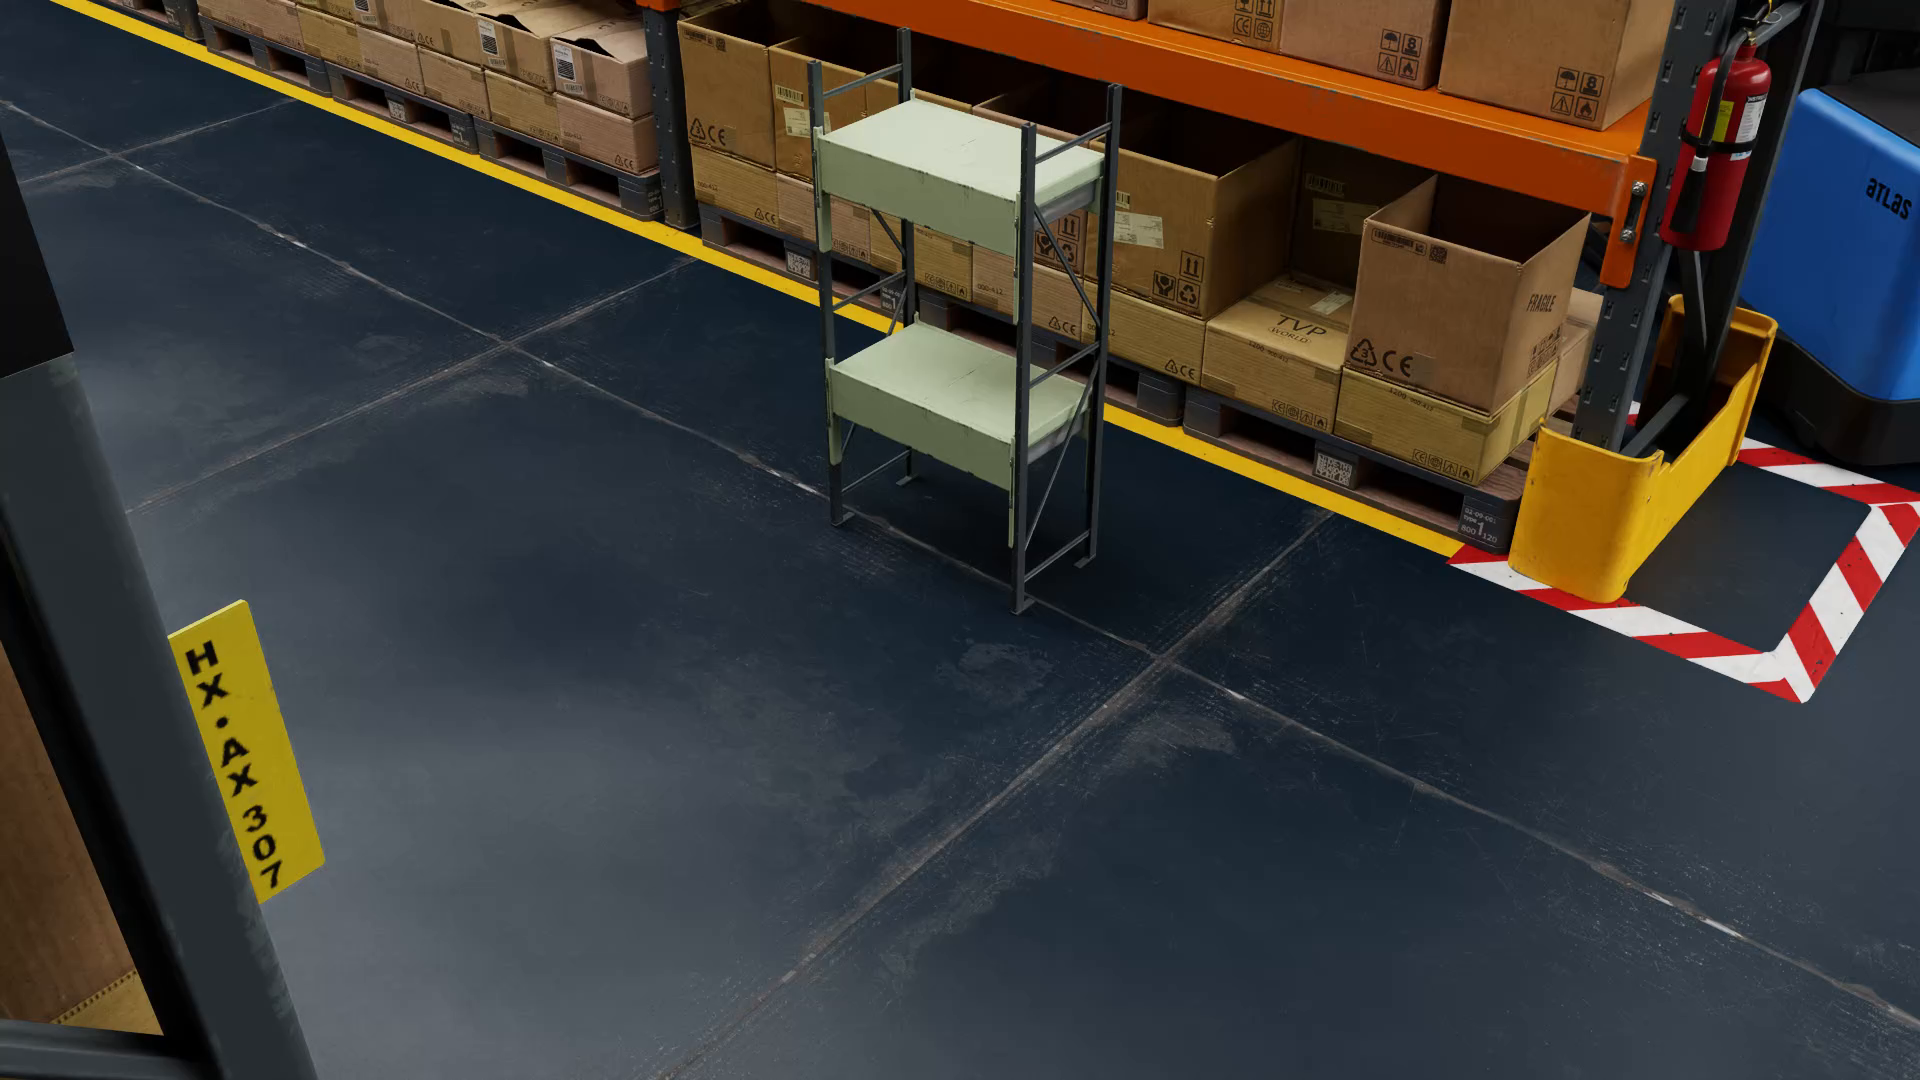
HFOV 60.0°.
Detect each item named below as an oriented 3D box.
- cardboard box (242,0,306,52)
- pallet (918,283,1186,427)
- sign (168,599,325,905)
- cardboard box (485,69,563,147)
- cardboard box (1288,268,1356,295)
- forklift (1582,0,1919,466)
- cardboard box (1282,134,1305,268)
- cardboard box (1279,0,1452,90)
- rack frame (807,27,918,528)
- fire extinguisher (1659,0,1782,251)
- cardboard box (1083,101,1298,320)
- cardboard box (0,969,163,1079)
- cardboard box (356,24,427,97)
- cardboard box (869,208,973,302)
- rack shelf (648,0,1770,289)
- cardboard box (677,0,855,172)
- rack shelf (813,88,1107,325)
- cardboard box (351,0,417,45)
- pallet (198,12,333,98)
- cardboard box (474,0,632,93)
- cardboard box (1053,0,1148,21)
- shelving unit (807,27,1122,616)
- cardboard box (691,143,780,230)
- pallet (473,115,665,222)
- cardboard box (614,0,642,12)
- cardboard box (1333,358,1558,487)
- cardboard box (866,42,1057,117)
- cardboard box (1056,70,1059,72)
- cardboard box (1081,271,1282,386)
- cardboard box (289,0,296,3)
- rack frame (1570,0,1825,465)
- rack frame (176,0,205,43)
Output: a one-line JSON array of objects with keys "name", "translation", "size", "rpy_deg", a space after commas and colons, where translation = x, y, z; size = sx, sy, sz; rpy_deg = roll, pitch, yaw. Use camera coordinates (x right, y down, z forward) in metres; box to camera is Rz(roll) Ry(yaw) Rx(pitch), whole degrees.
[{"name": "cardboard box", "translation": [-3.392, -2.794, 8.726], "size": [0.500, 0.250, 0.500], "rpy_deg": [24, 41, 31]}, {"name": "pallet", "translation": [0.607, -0.907, 6.384], "size": [1.213, 0.211, 1.003], "rpy_deg": [25, 42, 32]}, {"name": "sign", "translation": [-0.665, 0.208, 1.533], "size": [0.005, 0.325, 0.100], "rpy_deg": [25, 42, 32]}, {"name": "cardboard box", "translation": [-1.811, -2.052, 7.647], "size": [0.500, 0.250, 0.500], "rpy_deg": [25, 41, 31]}, {"name": "cardboard box", "translation": [1.498, -0.866, 5.919], "size": [0.500, 0.250, 0.500], "rpy_deg": [25, 42, 32]}, {"name": "forklift", "translation": [3.190, -2.277, 5.976], "size": [1.130, 2.935, 3.031], "rpy_deg": [-5, 35, -8]}, {"name": "cardboard box", "translation": [1.107, -1.351, 5.963], "size": [0.500, 0.500, 0.500], "rpy_deg": [25, 42, 32]}, {"name": "cardboard box", "translation": [1.397, -1.760, 5.074], "size": [0.500, 0.500, 0.700], "rpy_deg": [26, 42, 33]}, {"name": "rack frame", "translation": [-0.276, -0.748, 5.015], "size": [0.023, 1.500, 0.400], "rpy_deg": [25, 42, 32]}, {"name": "fire extinguisher", "translation": [1.948, -1.079, 4.240], "size": [0.183, 0.674, 0.296], "rpy_deg": [25, 42, 32]}, {"name": "cardboard box", "translation": [0.774, -1.125, 5.634], "size": [0.500, 0.500, 0.500], "rpy_deg": [25, 42, 32]}, {"name": "cardboard box", "translation": [-1.184, 0.540, 1.929], "size": [0.500, 0.250, 0.500], "rpy_deg": [24, 41, 31]}, {"name": "cardboard box", "translation": [-2.595, -2.422, 8.185], "size": [0.500, 0.250, 0.500], "rpy_deg": [26, 42, 33]}, {"name": "cardboard box", "translation": [0.005, -1.178, 6.373], "size": [0.500, 0.250, 0.500], "rpy_deg": [25, 42, 32]}, {"name": "rack shelf", "translation": [0.618, -1.784, 5.833], "size": [4.000, 0.370, 1.077], "rpy_deg": [25, 42, 32]}, {"name": "cardboard box", "translation": [-0.763, -1.849, 6.688], "size": [0.500, 0.500, 0.500], "rpy_deg": [25, 42, 32]}, {"name": "rack shelf", "translation": [0.005, -0.938, 4.601], "size": [0.720, 0.370, 0.431], "rpy_deg": [25, 42, 32]}, {"name": "cardboard box", "translation": [-2.584, -2.648, 8.019], "size": [0.500, 0.311, 0.500], "rpy_deg": [25, 41, 31]}, {"name": "pallet", "translation": [-3.386, -2.789, 9.124], "size": [1.213, 0.211, 1.003], "rpy_deg": [25, 42, 32]}, {"name": "cardboard box", "translation": [-1.818, -2.283, 7.487], "size": [0.500, 0.311, 0.500], "rpy_deg": [27, 42, 33]}, {"name": "cardboard box", "translation": [0.613, -2.131, 5.615], "size": [0.500, 0.500, 0.700], "rpy_deg": [27, 43, 33]}, {"name": "shelving unit", "translation": [0.005, -0.616, 4.822], "size": [0.755, 1.500, 0.431], "rpy_deg": [25, 42, 32]}, {"name": "cardboard box", "translation": [-0.757, -1.544, 6.907], "size": [0.500, 0.250, 0.500], "rpy_deg": [25, 42, 32]}, {"name": "pallet", "translation": [-1.511, -1.905, 7.837], "size": [1.213, 0.211, 1.003], "rpy_deg": [25, 42, 32]}, {"name": "cardboard box", "translation": [-1.459, -2.517, 7.828], "size": [0.500, 0.311, 0.500], "rpy_deg": [25, 42, 31]}, {"name": "cardboard box", "translation": [1.554, -0.461, 5.330], "size": [0.500, 0.250, 0.500], "rpy_deg": [25, 42, 32]}, {"name": "cardboard box", "translation": [0.005, -1.487, 6.161], "size": [0.500, 0.500, 0.500], "rpy_deg": [25, 42, 32]}, {"name": "cardboard box", "translation": [0.340, -1.715, 6.493], "size": [0.500, 0.500, 0.500], "rpy_deg": [25, 42, 32]}, {"name": "cardboard box", "translation": [0.776, -0.817, 5.848], "size": [0.500, 0.250, 0.500], "rpy_deg": [25, 42, 32]}, {"name": "cardboard box", "translation": [-3.370, -3.020, 8.561], "size": [0.500, 0.311, 0.500], "rpy_deg": [24, 41, 31]}, {"name": "rack frame", "translation": [2.155, -1.356, 4.574], "size": [0.127, 3.000, 1.000], "rpy_deg": [25, 42, 32]}, {"name": "rack frame", "translation": [-3.993, -4.253, 8.794], "size": [0.127, 3.000, 1.000], "rpy_deg": [25, 42, 32]}]
